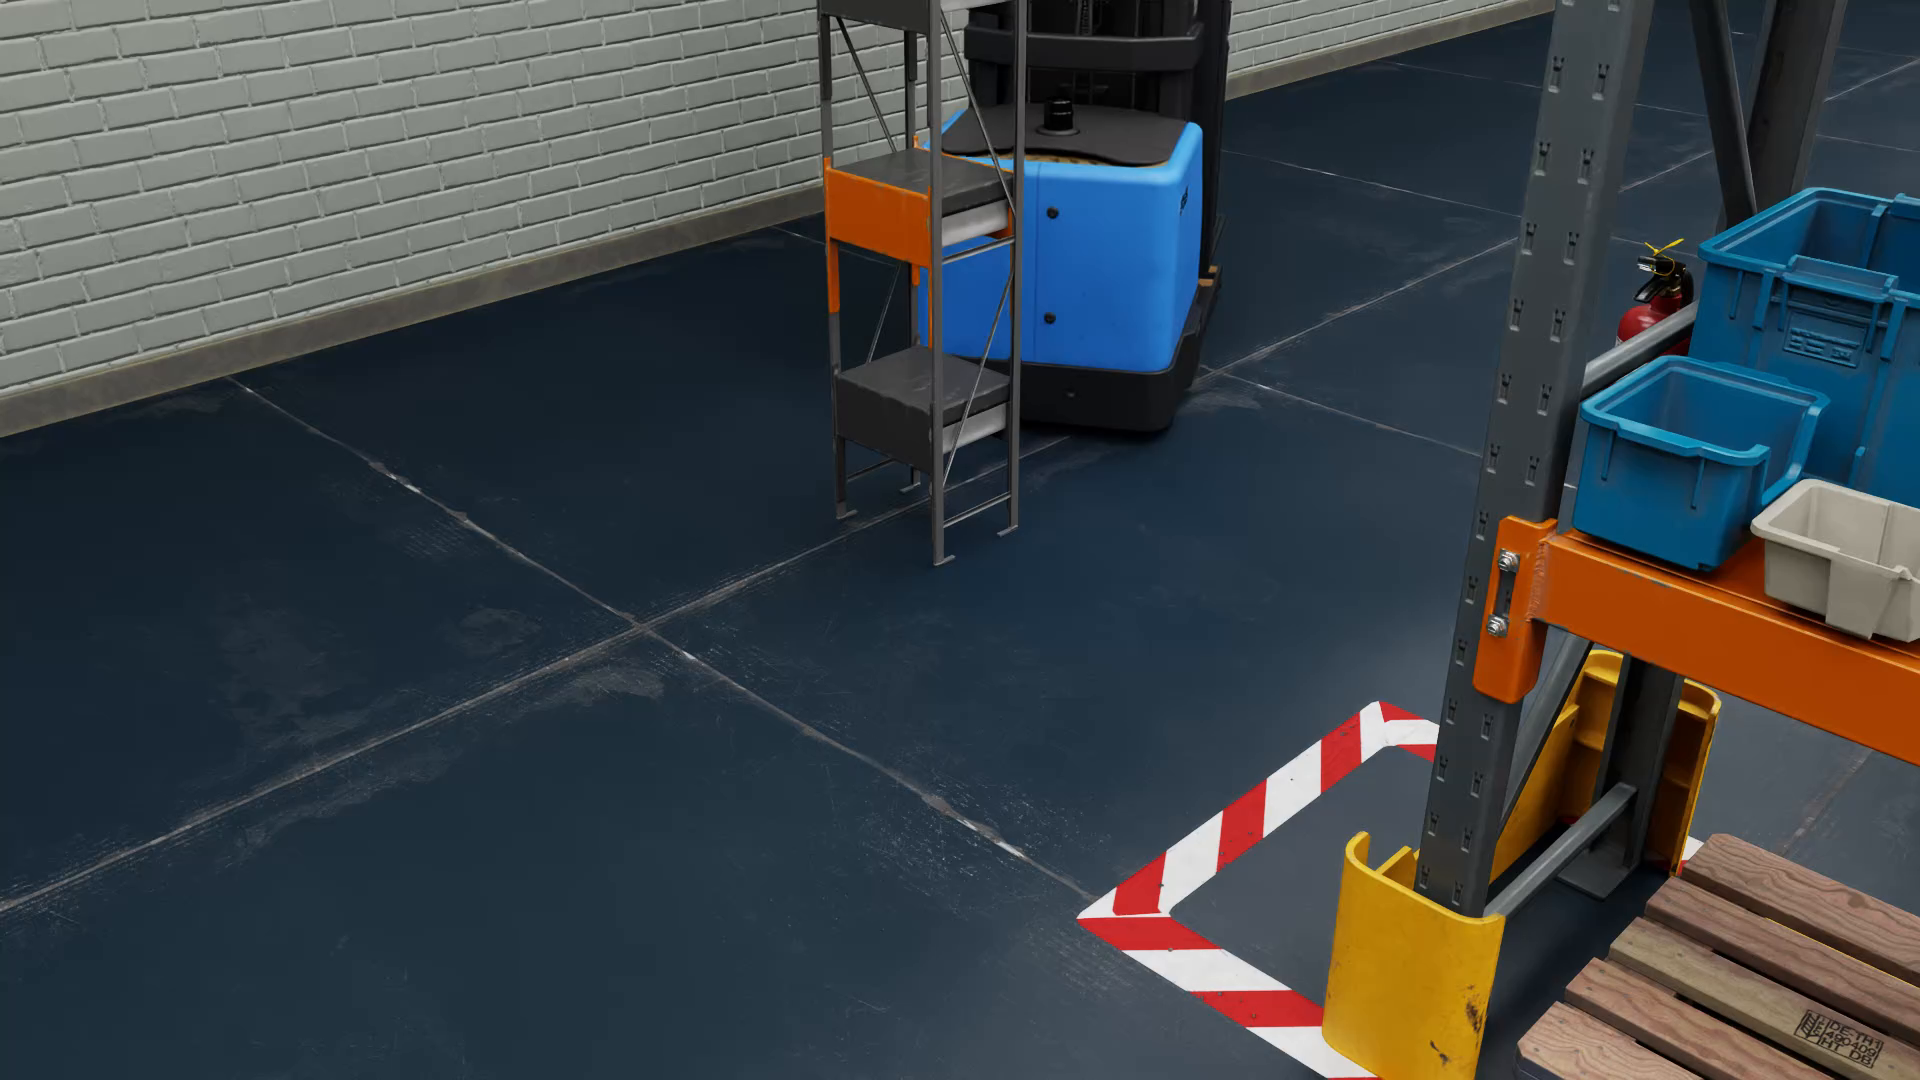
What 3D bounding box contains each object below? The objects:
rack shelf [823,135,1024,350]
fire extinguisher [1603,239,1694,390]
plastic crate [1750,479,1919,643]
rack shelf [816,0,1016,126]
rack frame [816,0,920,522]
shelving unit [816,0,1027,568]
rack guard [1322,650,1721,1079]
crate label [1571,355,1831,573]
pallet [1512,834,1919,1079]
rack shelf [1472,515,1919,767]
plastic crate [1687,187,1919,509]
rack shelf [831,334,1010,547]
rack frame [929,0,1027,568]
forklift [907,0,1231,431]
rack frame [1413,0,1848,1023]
[{"bbox_3d":[-0.118,-0.971,5.370,0.480,0.518,0.431,25,36,38],"label":"rack shelf"},{"bbox_3d":[1.542,-0.370,3.715,0.183,0.674,0.296,25,36,38],"label":"fire extinguisher"},{"bbox_3d":[1.447,0.043,2.665,0.298,0.136,0.250,25,36,38],"label":"plastic crate"},{"bbox_3d":[-0.118,-1.591,5.045,0.480,0.518,0.431,25,36,38],"label":"rack shelf"},{"bbox_3d":[-0.292,-1.063,5.515,0.015,2.100,0.400,25,36,38],"label":"rack frame"},{"bbox_3d":[-0.118,-0.983,5.364,0.503,2.100,0.431,25,36,38],"label":"shelving unit"},{"bbox_3d":[1.305,0.733,3.818,0.348,0.500,1.175,25,36,38],"label":"rack guard"},{"bbox_3d":[1.276,-0.132,2.894,0.303,0.233,0.416,25,36,38],"label":"crate label"},{"bbox_3d":[1.892,1.147,3.342,1.213,0.211,1.003,25,36,38],"label":"pallet"},{"bbox_3d":[2.757,0.602,2.156,4.000,0.370,1.077,25,36,38],"label":"rack shelf"},{"bbox_3d":[1.701,-0.364,3.118,0.499,0.435,0.616,25,36,38],"label":"plastic crate"},{"bbox_3d":[-0.118,-0.352,5.696,0.480,0.518,0.431,25,36,38],"label":"rack shelf"},{"bbox_3d":[0.056,-0.904,5.213,0.015,2.100,0.400,25,36,38],"label":"rack frame"},{"bbox_3d":[0.633,-2.381,7.130,1.130,2.935,3.031,6,28,12],"label":"forklift"},{"bbox_3d":[1.331,-0.369,3.230,0.127,3.000,1.000,25,36,38],"label":"rack frame"}]
